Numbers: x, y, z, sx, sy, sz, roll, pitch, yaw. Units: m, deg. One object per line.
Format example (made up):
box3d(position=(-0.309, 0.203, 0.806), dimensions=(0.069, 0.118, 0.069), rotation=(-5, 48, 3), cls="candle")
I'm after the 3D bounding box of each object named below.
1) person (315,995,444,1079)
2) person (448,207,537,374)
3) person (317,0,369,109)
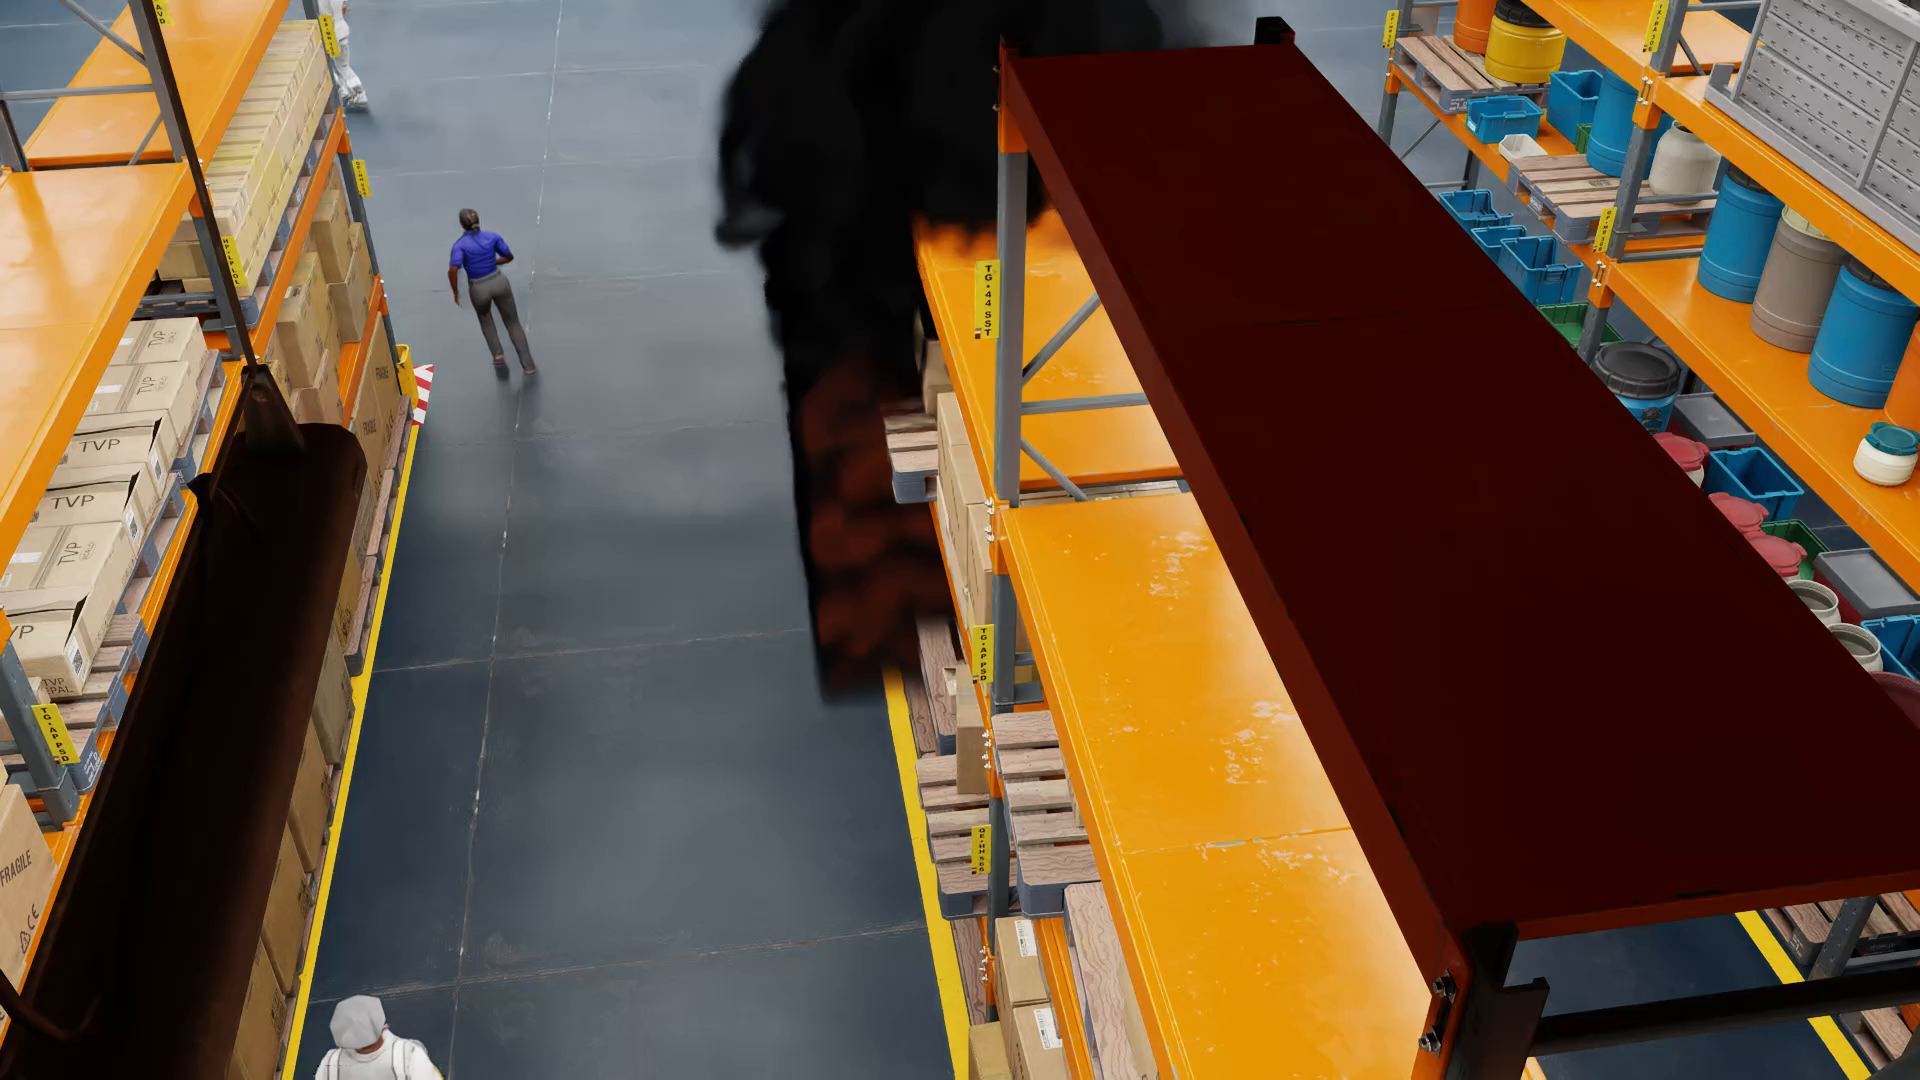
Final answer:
box3d(position=(-2.748, 2.792, 8.159), dimensions=(0.646, 1.774, 0.670), rotation=(-8, 37, -11), cls="person")
box3d(position=(-4.296, -2.199, 15.074), dimensions=(0.629, 1.719, 0.684), rotation=(-17, 40, -22), cls="person")
box3d(position=(-7.693, -6.114, 20.280), dimensions=(0.645, 1.786, 0.634), rotation=(12, 38, 15), cls="person")
